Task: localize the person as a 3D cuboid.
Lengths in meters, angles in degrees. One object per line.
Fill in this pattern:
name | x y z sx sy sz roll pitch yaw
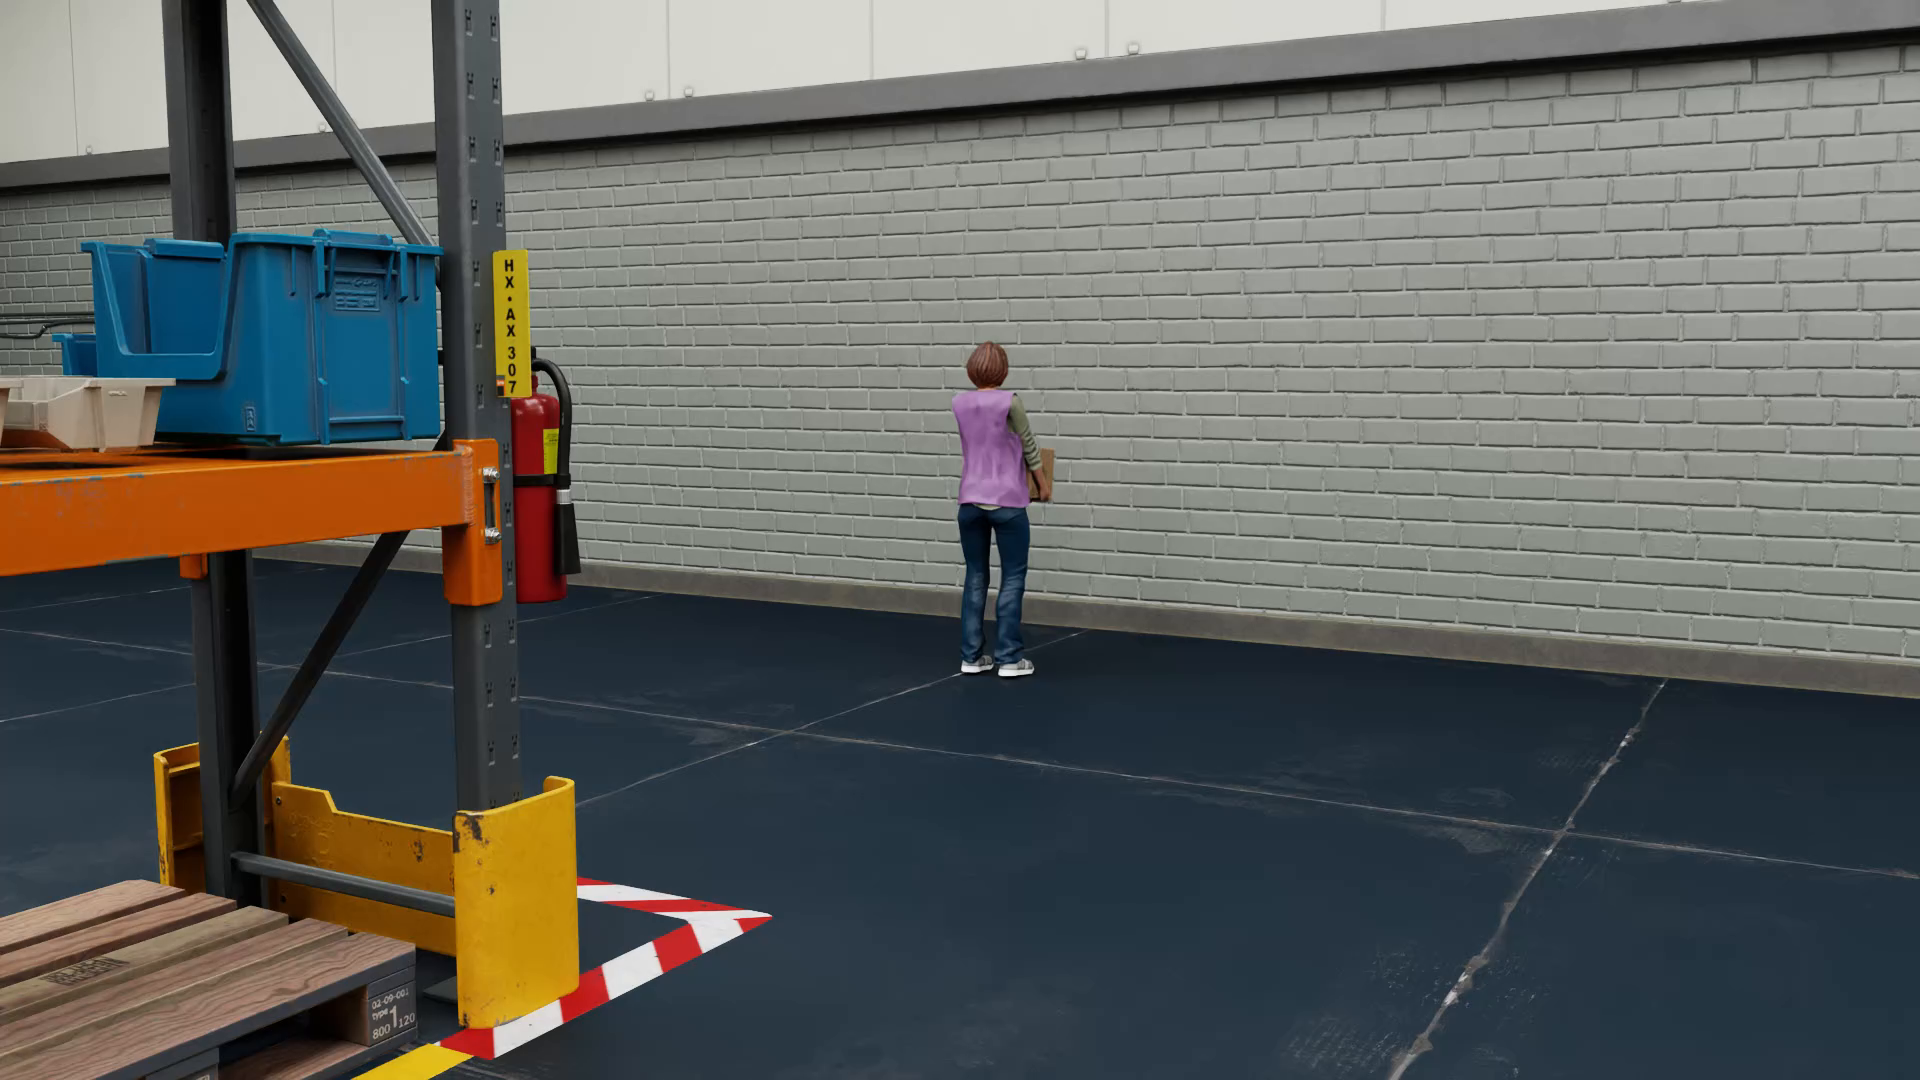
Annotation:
person | 0.199 -0.152 7.996 0.396 1.598 0.492 3 7 29
